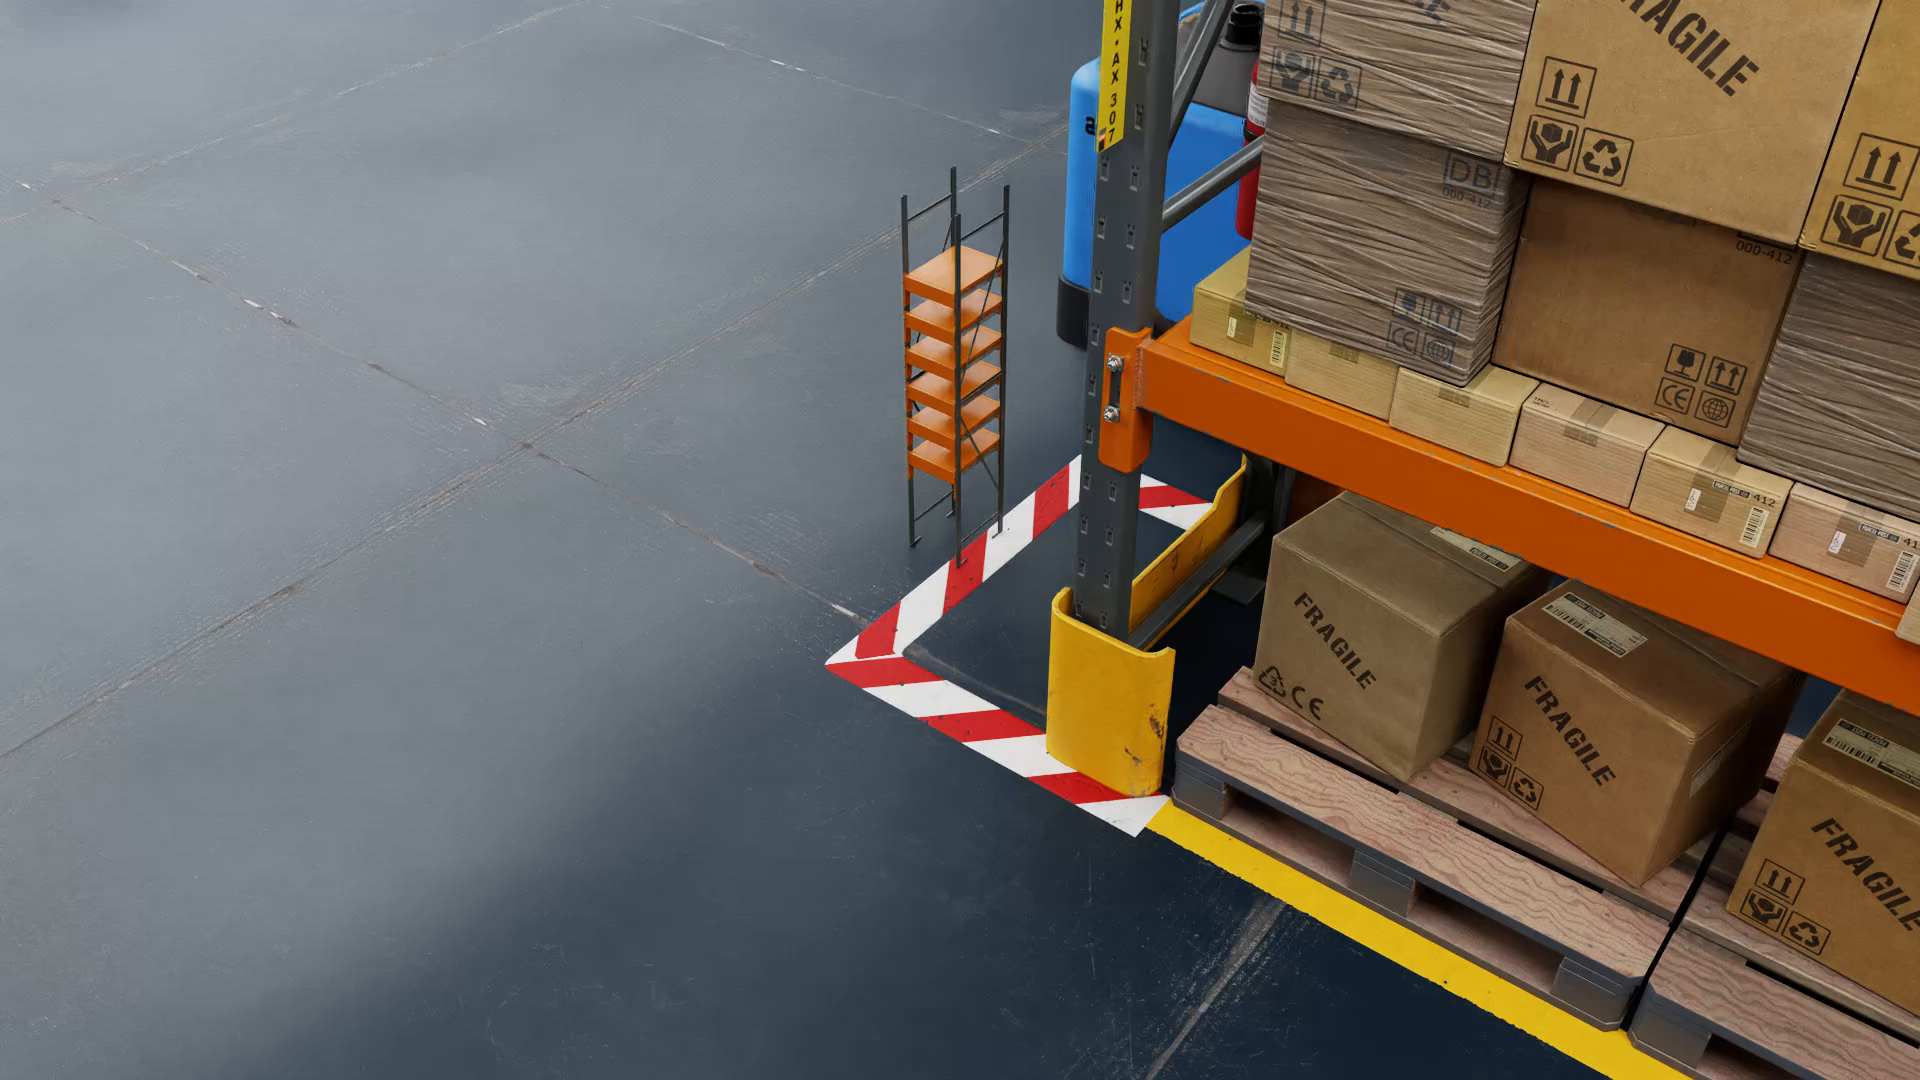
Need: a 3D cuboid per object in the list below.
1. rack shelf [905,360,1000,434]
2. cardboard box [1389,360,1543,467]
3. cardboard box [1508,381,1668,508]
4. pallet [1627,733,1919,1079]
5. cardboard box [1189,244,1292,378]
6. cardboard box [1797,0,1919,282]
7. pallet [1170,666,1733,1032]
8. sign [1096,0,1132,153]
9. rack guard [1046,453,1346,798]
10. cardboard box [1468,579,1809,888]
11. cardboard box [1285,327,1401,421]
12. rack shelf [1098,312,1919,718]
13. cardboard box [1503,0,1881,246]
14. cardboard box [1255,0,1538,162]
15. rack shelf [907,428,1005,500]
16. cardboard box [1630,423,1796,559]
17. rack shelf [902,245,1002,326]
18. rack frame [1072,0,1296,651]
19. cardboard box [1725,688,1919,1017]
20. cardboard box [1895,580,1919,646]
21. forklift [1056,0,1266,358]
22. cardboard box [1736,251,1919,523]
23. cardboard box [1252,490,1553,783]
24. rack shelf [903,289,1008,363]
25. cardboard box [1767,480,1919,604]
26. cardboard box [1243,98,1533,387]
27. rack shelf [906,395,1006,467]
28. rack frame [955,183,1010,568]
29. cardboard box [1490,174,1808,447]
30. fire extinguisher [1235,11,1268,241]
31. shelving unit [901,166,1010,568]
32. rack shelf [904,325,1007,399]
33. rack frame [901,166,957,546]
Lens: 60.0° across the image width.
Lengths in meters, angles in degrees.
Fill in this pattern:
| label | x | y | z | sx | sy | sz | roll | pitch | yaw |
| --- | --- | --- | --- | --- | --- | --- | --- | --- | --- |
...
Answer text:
| label | x | y | z | sx | sy | sz | roll | pitch | yaw |
| --- | --- | --- | --- | --- | --- | --- | --- | --- | --- |
| rack shelf | -0.012 | -0.443 | 4.915 | 0.180 | 0.103 | 0.258 | 25 | 45 | 29 |
| cardboard box | 1.097 | -0.337 | 3.451 | 0.250 | 0.149 | 0.380 | 25 | 45 | 29 |
| cardboard box | 1.308 | -0.254 | 3.345 | 0.250 | 0.149 | 0.380 | 25 | 45 | 29 |
| pallet | 2.288 | 1.041 | 3.749 | 1.213 | 0.211 | 1.003 | 25 | 45 | 29 |
| cardboard box | 0.720 | -0.541 | 3.712 | 0.250 | 0.149 | 0.380 | 25 | 45 | 29 |
| cardboard box | 1.701 | -0.697 | 2.574 | 0.500 | 0.500 | 0.500 | 25 | 45 | 29 |
| pallet | 1.323 | 0.584 | 4.332 | 1.213 | 0.211 | 1.003 | 25 | 45 | 29 |
| sign | 0.309 | -0.939 | 3.314 | 0.005 | 0.325 | 0.100 | 25 | 45 | 29 |
| rack guard | 0.699 | 0.149 | 4.654 | 0.348 | 0.500 | 1.175 | 25 | 45 | 29 |
| cardboard box | 1.620 | 0.404 | 3.987 | 0.500 | 0.500 | 0.500 | -25 | 45 | -29 |
| cardboard box | 0.907 | -0.438 | 3.580 | 0.250 | 0.149 | 0.380 | 25 | 45 | 29 |
| rack shelf | 2.227 | 0.169 | 3.185 | 4.000 | 0.370 | 1.077 | 25 | 45 | 29 |
| cardboard box | 1.303 | -0.884 | 2.812 | 0.500 | 0.500 | 0.500 | 25 | 45 | 29 |
| cardboard box | 0.910 | -1.074 | 3.056 | 0.500 | 0.500 | 0.500 | 25 | 45 | 29 |
| rack shelf | -0.012 | -0.254 | 5.062 | 0.180 | 0.103 | 0.258 | 25 | 45 | 29 |
| cardboard box | 1.502 | -0.157 | 3.221 | 0.250 | 0.149 | 0.380 | 25 | 45 | 29 |
| rack shelf | -0.012 | -0.727 | 4.693 | 0.180 | 0.103 | 0.258 | 25 | 45 | 29 |
| rack frame | 0.639 | -0.864 | 3.920 | 0.127 | 3.000 | 1.000 | 25 | 45 | 29 |
| cardboard box | 2.106 | 0.648 | 3.676 | 0.500 | 0.500 | 0.500 | 30 | 47 | 32 |
| cardboard box | 1.853 | 0.068 | 2.934 | 0.250 | 0.149 | 0.380 | 25 | 45 | 29 |
| forklift | 1.825 | -1.529 | 4.825 | 3.031 | 2.935 | 1.130 | 26 | 45 | 29 |
| cardboard box | 1.900 | -0.464 | 3.087 | 0.500 | 0.500 | 0.875 | 25 | 45 | 29 |
| cardboard box | 1.124 | 0.197 | 4.252 | 0.500 | 0.500 | 0.500 | -29 | 46 | -32 |
| rack shelf | -0.012 | -0.632 | 4.767 | 0.180 | 0.103 | 0.258 | 25 | 45 | 29 |
| cardboard box | 1.717 | -0.076 | 3.118 | 0.250 | 0.149 | 0.380 | 25 | 45 | 29 |
| cardboard box | 1.059 | -0.801 | 3.517 | 0.500 | 0.500 | 0.875 | 25 | 45 | 29 |
| rack shelf | -0.012 | -0.349 | 4.988 | 0.180 | 0.103 | 0.258 | 25 | 45 | 29 |
| rack frame | 0.061 | -0.444 | 4.843 | 0.006 | 1.200 | 0.240 | 25 | 45 | 29 |
| cardboard box | 1.529 | -0.672 | 3.353 | 0.500 | 0.500 | 0.875 | 25 | 45 | 29 |
| fire extinguisher | 0.828 | -1.102 | 4.287 | 0.183 | 0.674 | 0.296 | 25 | 45 | 29 |
| shelving unit | -0.012 | -0.478 | 4.887 | 0.189 | 1.200 | 0.258 | 25 | 45 | 29 |
| rack shelf | -0.012 | -0.538 | 4.841 | 0.180 | 0.103 | 0.258 | 25 | 45 | 29 |
| rack frame | -0.084 | -0.512 | 4.931 | 0.006 | 1.200 | 0.240 | 25 | 45 | 29 |
